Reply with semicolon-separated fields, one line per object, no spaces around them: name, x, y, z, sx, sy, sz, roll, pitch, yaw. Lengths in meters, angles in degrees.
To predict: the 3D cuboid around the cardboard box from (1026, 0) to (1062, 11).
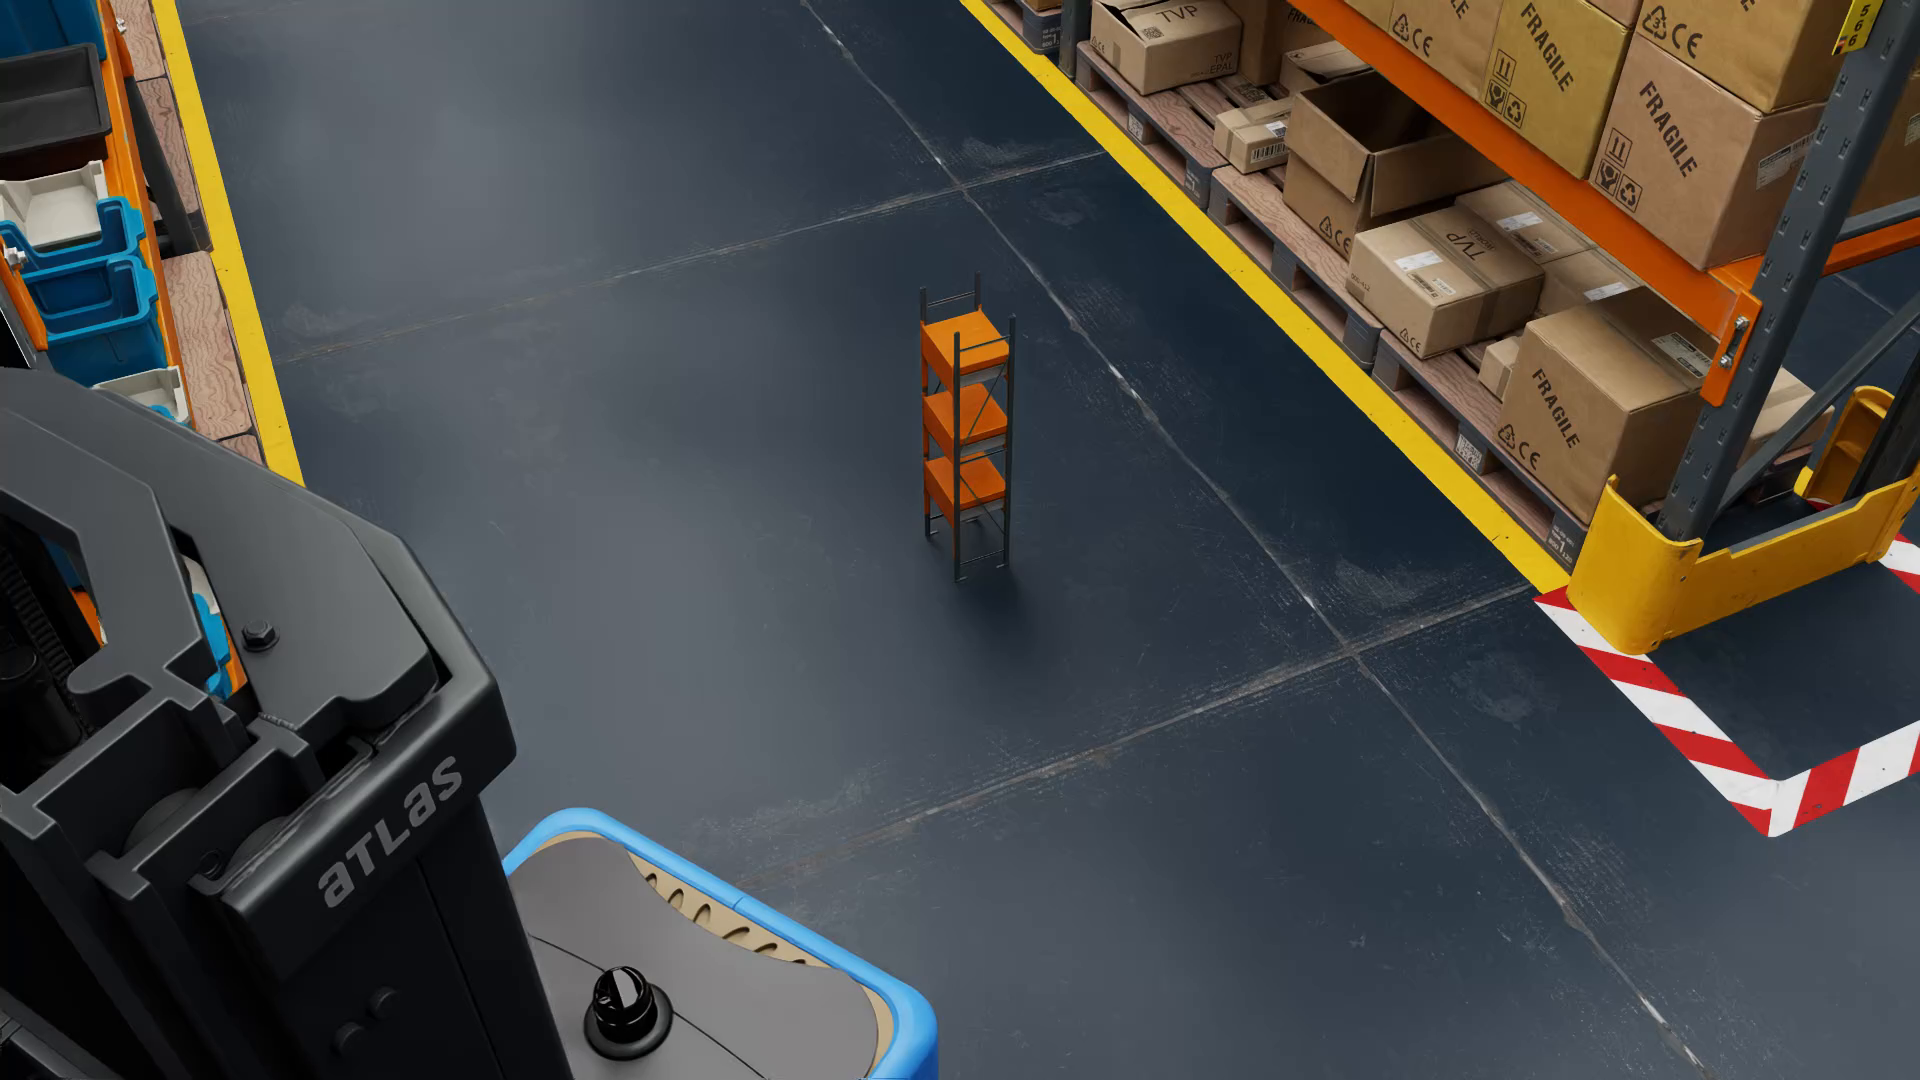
cardboard box;0.488;-2.958;8.079;0.500;0.500;0.500;-18;47;-18

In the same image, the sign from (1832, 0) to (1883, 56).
sign;2.126;-1.286;3.868;0.100;0.325;0.005;-18;47;-17

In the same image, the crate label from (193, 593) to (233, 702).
crate label;-1.663;0.332;3.355;0.416;0.233;0.303;-18;47;-17

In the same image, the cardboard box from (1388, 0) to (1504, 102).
cardboard box;1.776;-1.802;5.370;0.500;0.500;0.500;-18;47;-17

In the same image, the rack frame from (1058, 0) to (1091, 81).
rack frame;0.956;-3.462;7.123;1.000;3.000;0.127;-18;47;-17

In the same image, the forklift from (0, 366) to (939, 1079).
forklift;-1.235;1.342;2.303;1.130;2.935;3.031;24;49;22

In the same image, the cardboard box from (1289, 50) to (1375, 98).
cardboard box;1.768;-1.904;7.145;0.500;0.311;0.500;-18;47;-17

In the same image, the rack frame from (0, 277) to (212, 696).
rack frame;-1.861;0.549;3.058;0.949;2.616;0.053;-18;47;-17

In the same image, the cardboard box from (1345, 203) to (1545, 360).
cardboard box;1.814;-0.978;6.250;0.500;0.250;0.500;-18;47;-17

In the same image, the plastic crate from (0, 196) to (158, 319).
plastic crate;-2.343;-0.699;4.399;0.416;0.233;0.300;-18;47;-17

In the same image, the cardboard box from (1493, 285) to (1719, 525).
cardboard box;2.186;-0.453;5.540;0.500;0.500;0.500;-18;47;-17

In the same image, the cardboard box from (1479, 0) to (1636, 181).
cardboard box;1.981;-1.483;5.046;0.500;0.500;0.500;-18;47;-17

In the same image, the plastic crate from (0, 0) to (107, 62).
plastic crate;-3.034;-1.820;5.428;0.392;0.384;0.575;-18;47;-17

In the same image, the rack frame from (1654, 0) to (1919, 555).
rack frame;2.638;-0.913;4.539;1.000;3.000;0.127;-18;47;-17

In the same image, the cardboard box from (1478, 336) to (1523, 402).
cardboard box;2.097;-0.619;5.946;0.380;0.166;0.250;-18;47;-17

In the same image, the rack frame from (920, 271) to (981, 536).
rack frame;-0.029;-0.417;5.425;0.200;1.050;0.008;-18;47;-17

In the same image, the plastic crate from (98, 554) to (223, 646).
plastic crate;-1.723;0.137;3.621;0.250;0.136;0.298;-18;47;-17

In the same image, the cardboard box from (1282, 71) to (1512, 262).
cardboard box;1.751;-1.534;6.633;0.797;0.503;0.637;-18;47;-17

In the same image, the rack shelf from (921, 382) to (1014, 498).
rack shelf;0.022;-0.332;5.354;0.215;0.259;0.240;-18;47;-17

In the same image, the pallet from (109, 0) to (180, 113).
pallet;-4.343;-2.291;7.922;1.003;0.211;1.213;-18;47;-17

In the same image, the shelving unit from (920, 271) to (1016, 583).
shelving unit;0.022;-0.340;5.347;0.215;1.050;0.252;-18;47;-17

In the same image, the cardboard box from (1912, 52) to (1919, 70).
cardboard box;2.691;-1.665;4.518;0.500;0.500;0.500;-17;47;-16

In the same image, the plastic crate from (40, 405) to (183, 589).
plastic crate;-1.940;-0.088;3.780;0.416;0.233;0.300;-18;47;-17

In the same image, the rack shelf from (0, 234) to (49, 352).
rack shelf;-2.699;-1.538;3.550;1.077;0.370;4.000;-18;47;-17

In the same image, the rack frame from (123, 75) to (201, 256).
rack frame;-3.540;-2.001;5.642;1.000;3.000;0.127;-18;47;-17

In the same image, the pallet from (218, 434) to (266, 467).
pallet;-2.679;0.227;5.369;1.003;0.211;1.213;-18;47;-17

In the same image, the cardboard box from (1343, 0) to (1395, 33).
cardboard box;1.565;-2.123;5.695;0.500;0.500;0.500;-19;48;-18

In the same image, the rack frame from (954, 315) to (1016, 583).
rack frame;0.074;-0.262;5.268;0.200;1.050;0.008;-18;47;-17

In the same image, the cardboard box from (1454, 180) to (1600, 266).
cardboard box;2.246;-1.158;6.432;0.500;0.250;0.500;-18;47;-17

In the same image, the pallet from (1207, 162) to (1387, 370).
pallet;1.761;-1.252;6.869;1.003;0.211;1.213;-18;47;-17

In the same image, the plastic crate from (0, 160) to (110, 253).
plastic crate;-2.535;-0.908;4.679;0.293;0.136;0.466;-18;47;-17

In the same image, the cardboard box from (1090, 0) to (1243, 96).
cardboard box;0.936;-2.330;7.577;0.500;0.311;0.500;-18;47;-17

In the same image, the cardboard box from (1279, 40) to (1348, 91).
cardboard box;1.665;-2.103;7.462;0.380;0.149;0.250;-18;47;-17

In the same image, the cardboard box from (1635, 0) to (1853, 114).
cardboard box;2.201;-1.506;4.358;0.500;0.500;0.500;-18;48;-18

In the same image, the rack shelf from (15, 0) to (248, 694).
rack shelf;-2.699;-0.471;4.603;1.077;0.370;4.000;-18;47;-17

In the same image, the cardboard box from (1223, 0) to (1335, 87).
cardboard box;1.453;-2.449;7.563;0.500;0.500;0.500;-18;47;-17

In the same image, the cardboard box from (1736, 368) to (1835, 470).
cardboard box;2.774;-0.423;5.759;0.380;0.149;0.250;-18;47;-17

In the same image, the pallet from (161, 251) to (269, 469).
pallet;-3.195;-0.551;6.159;1.003;0.211;1.213;-18;47;-17

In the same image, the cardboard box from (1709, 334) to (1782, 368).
cardboard box;2.668;-0.588;5.915;0.380;0.166;0.250;-18;47;-17

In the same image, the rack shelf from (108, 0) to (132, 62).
rack shelf;-4.381;-3.020;7.187;1.077;0.370;4.000;-18;47;-17

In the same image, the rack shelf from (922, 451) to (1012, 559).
rack shelf;0.022;-0.134;5.549;0.215;0.259;0.240;-18;47;-17

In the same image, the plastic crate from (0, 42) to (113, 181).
plastic crate;-2.825;-1.291;5.075;0.437;0.125;0.590;-18;47;-17

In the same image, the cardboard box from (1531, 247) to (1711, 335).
cardboard box;2.456;-0.839;6.109;0.500;0.250;0.500;-18;47;-17

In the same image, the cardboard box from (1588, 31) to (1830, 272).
cardboard box;2.203;-1.153;4.712;0.500;0.500;0.500;-17;47;-16

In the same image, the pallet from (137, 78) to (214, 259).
pallet;-3.826;-1.513;7.133;1.003;0.211;1.213;-18;47;-17

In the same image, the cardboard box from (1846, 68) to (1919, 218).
cardboard box;2.691;-1.309;4.870;0.500;0.500;0.500;-17;47;-17

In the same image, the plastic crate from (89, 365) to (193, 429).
plastic crate;-2.008;-0.295;4.059;0.250;0.136;0.298;-18;47;-17

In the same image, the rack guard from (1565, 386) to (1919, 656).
rack guard;2.606;-0.071;5.466;1.175;0.500;0.348;-18;47;-17

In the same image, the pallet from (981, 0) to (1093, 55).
pallet;0.580;-2.976;8.616;1.003;0.211;1.213;-18;47;-17

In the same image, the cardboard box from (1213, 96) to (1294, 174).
cardboard box;1.309;-1.730;7.072;0.380;0.166;0.250;-18;47;-17

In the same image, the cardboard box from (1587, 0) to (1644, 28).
cardboard box;1.988;-1.828;4.684;0.500;0.500;0.500;-17;47;-16

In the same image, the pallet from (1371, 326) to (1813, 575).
pallet;2.270;-0.476;6.082;1.003;0.211;1.213;-18;47;-17

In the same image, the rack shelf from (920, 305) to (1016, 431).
rack shelf;0.022;-0.534;5.155;0.215;0.259;0.240;-18;47;-17

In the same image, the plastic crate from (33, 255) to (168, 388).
plastic crate;-2.217;-0.507;4.205;0.416;0.233;0.300;-18;47;-17

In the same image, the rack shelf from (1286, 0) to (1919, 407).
rack shelf;1.797;-1.931;6.084;1.077;0.370;4.000;-18;47;-17

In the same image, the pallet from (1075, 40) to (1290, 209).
pallet;1.244;-2.031;7.658;1.003;0.211;1.213;-18;47;-17

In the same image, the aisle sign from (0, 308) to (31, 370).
aisle sign;-1.558;-0.419;2.188;0.394;0.787;0.004;-18;47;-17
